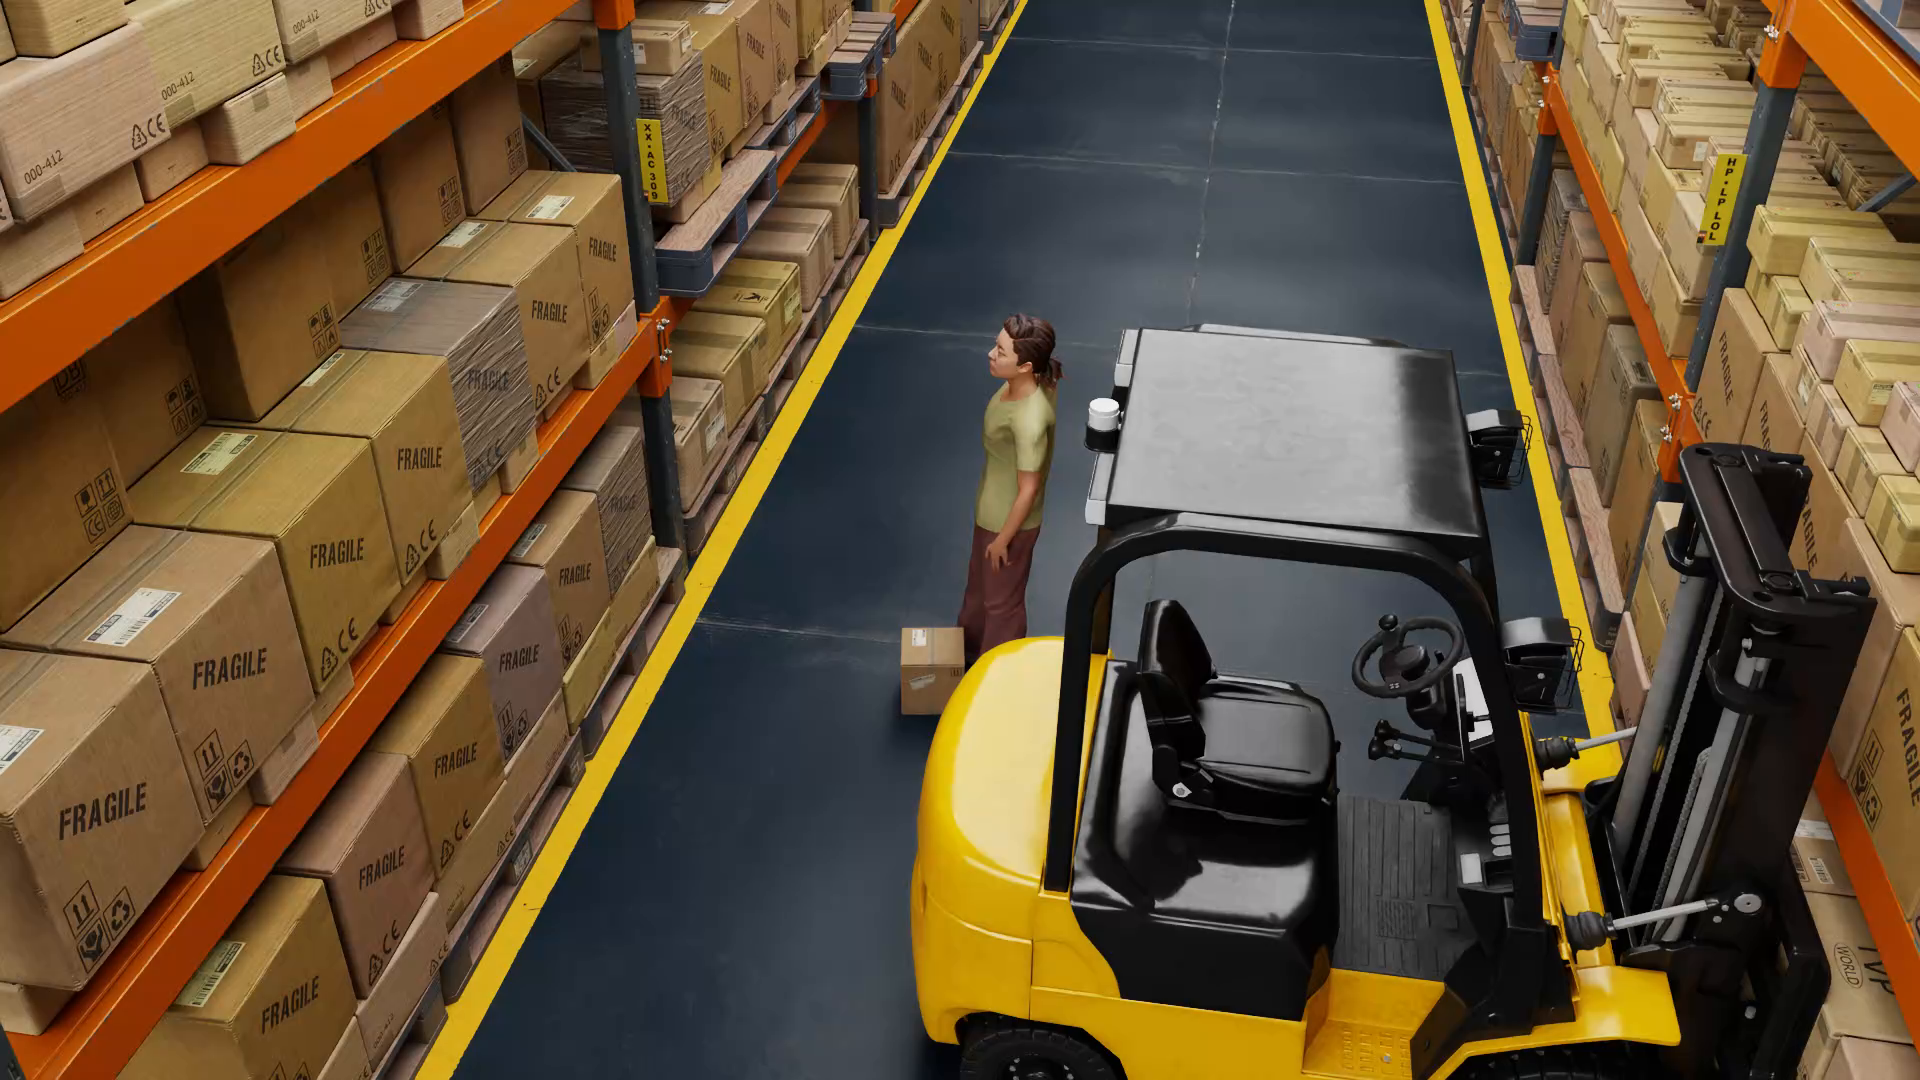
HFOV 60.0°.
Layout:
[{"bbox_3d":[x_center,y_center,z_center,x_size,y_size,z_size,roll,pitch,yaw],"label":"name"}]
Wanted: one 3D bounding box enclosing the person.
[{"bbox_3d":[0.110,-0.100,6.279,0.549,1.675,0.553,1,33,2],"label":"person"}]
